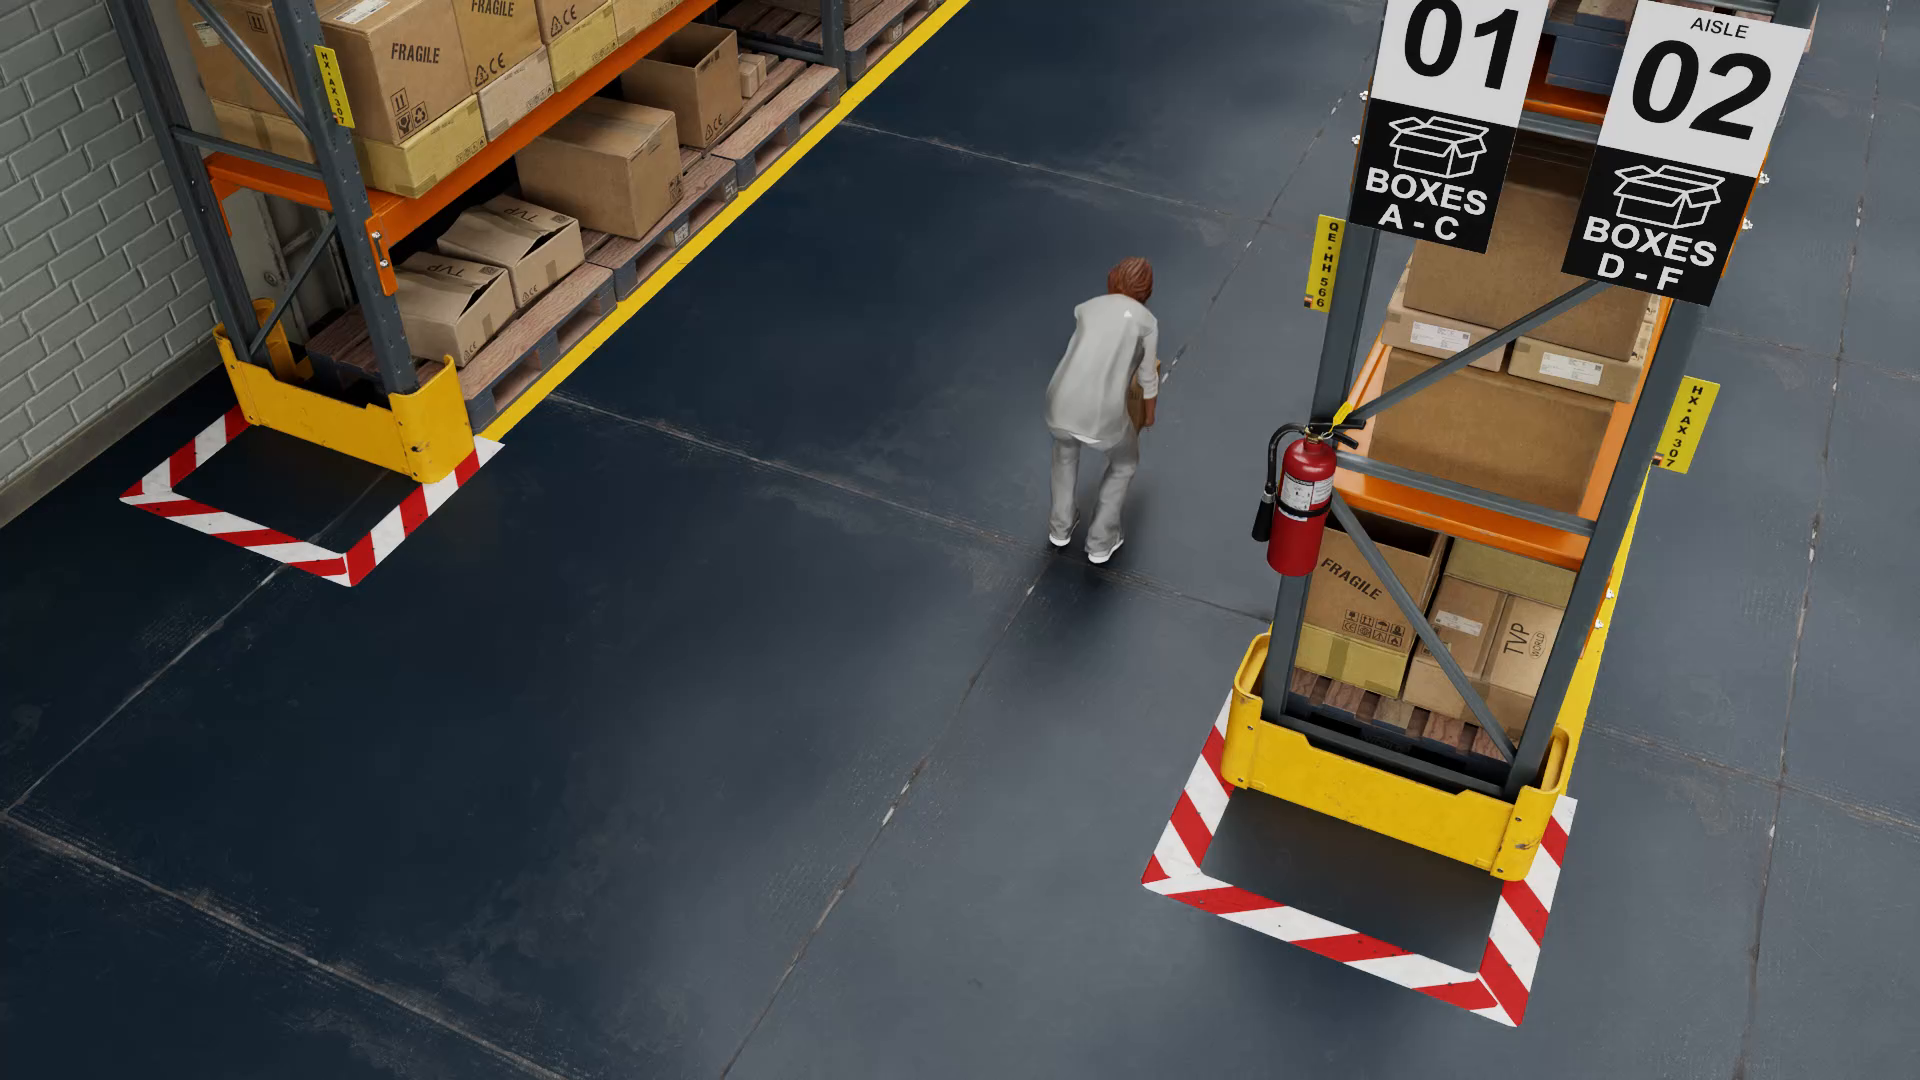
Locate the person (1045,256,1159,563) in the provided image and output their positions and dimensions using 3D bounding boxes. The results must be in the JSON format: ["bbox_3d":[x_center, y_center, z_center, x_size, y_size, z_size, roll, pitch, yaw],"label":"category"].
[{"bbox_3d":[0.616,-0.531,7.069,0.391,1.162,0.829,16,45,17],"label":"person"}]
